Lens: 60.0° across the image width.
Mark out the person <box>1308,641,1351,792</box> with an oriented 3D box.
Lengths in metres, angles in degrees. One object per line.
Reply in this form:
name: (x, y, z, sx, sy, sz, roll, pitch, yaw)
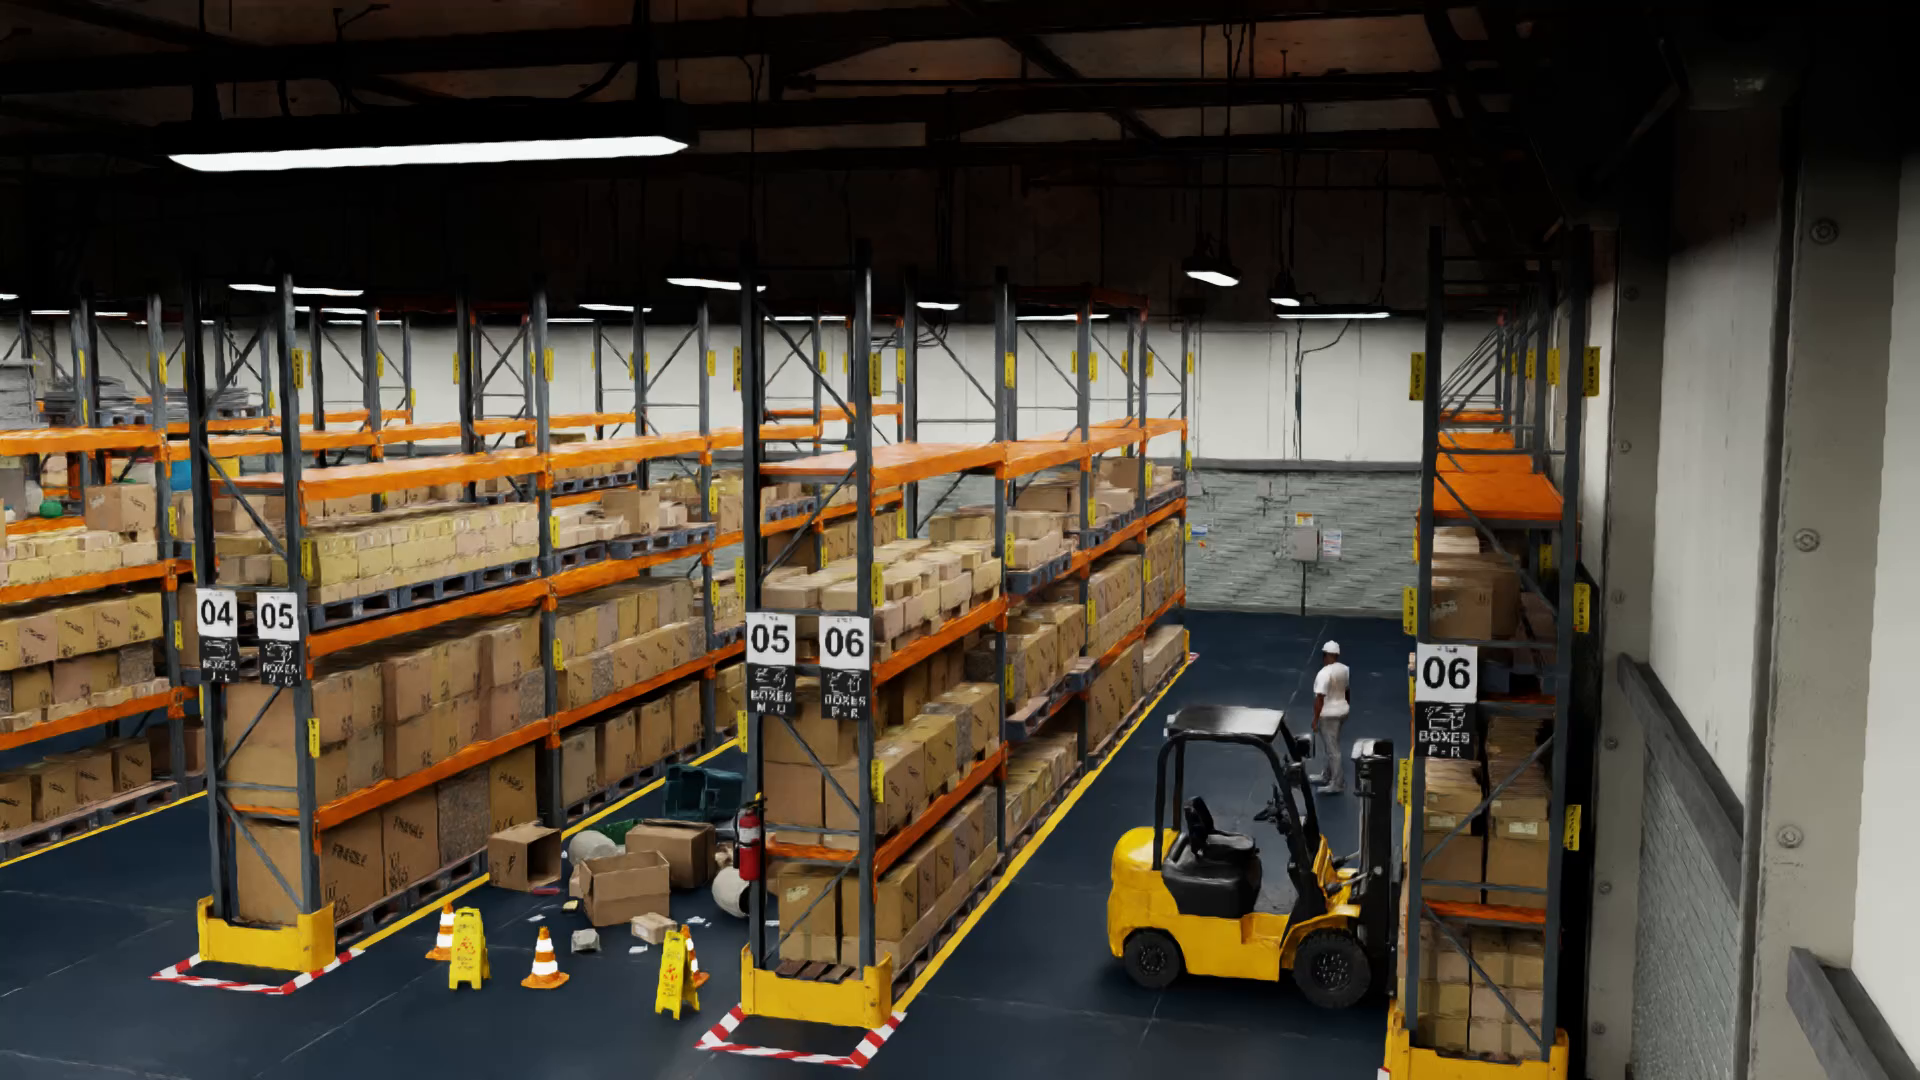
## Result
person: (4.383, 2.065, 19.781, 0.591, 1.763, 0.685, 5, 8, 39)
